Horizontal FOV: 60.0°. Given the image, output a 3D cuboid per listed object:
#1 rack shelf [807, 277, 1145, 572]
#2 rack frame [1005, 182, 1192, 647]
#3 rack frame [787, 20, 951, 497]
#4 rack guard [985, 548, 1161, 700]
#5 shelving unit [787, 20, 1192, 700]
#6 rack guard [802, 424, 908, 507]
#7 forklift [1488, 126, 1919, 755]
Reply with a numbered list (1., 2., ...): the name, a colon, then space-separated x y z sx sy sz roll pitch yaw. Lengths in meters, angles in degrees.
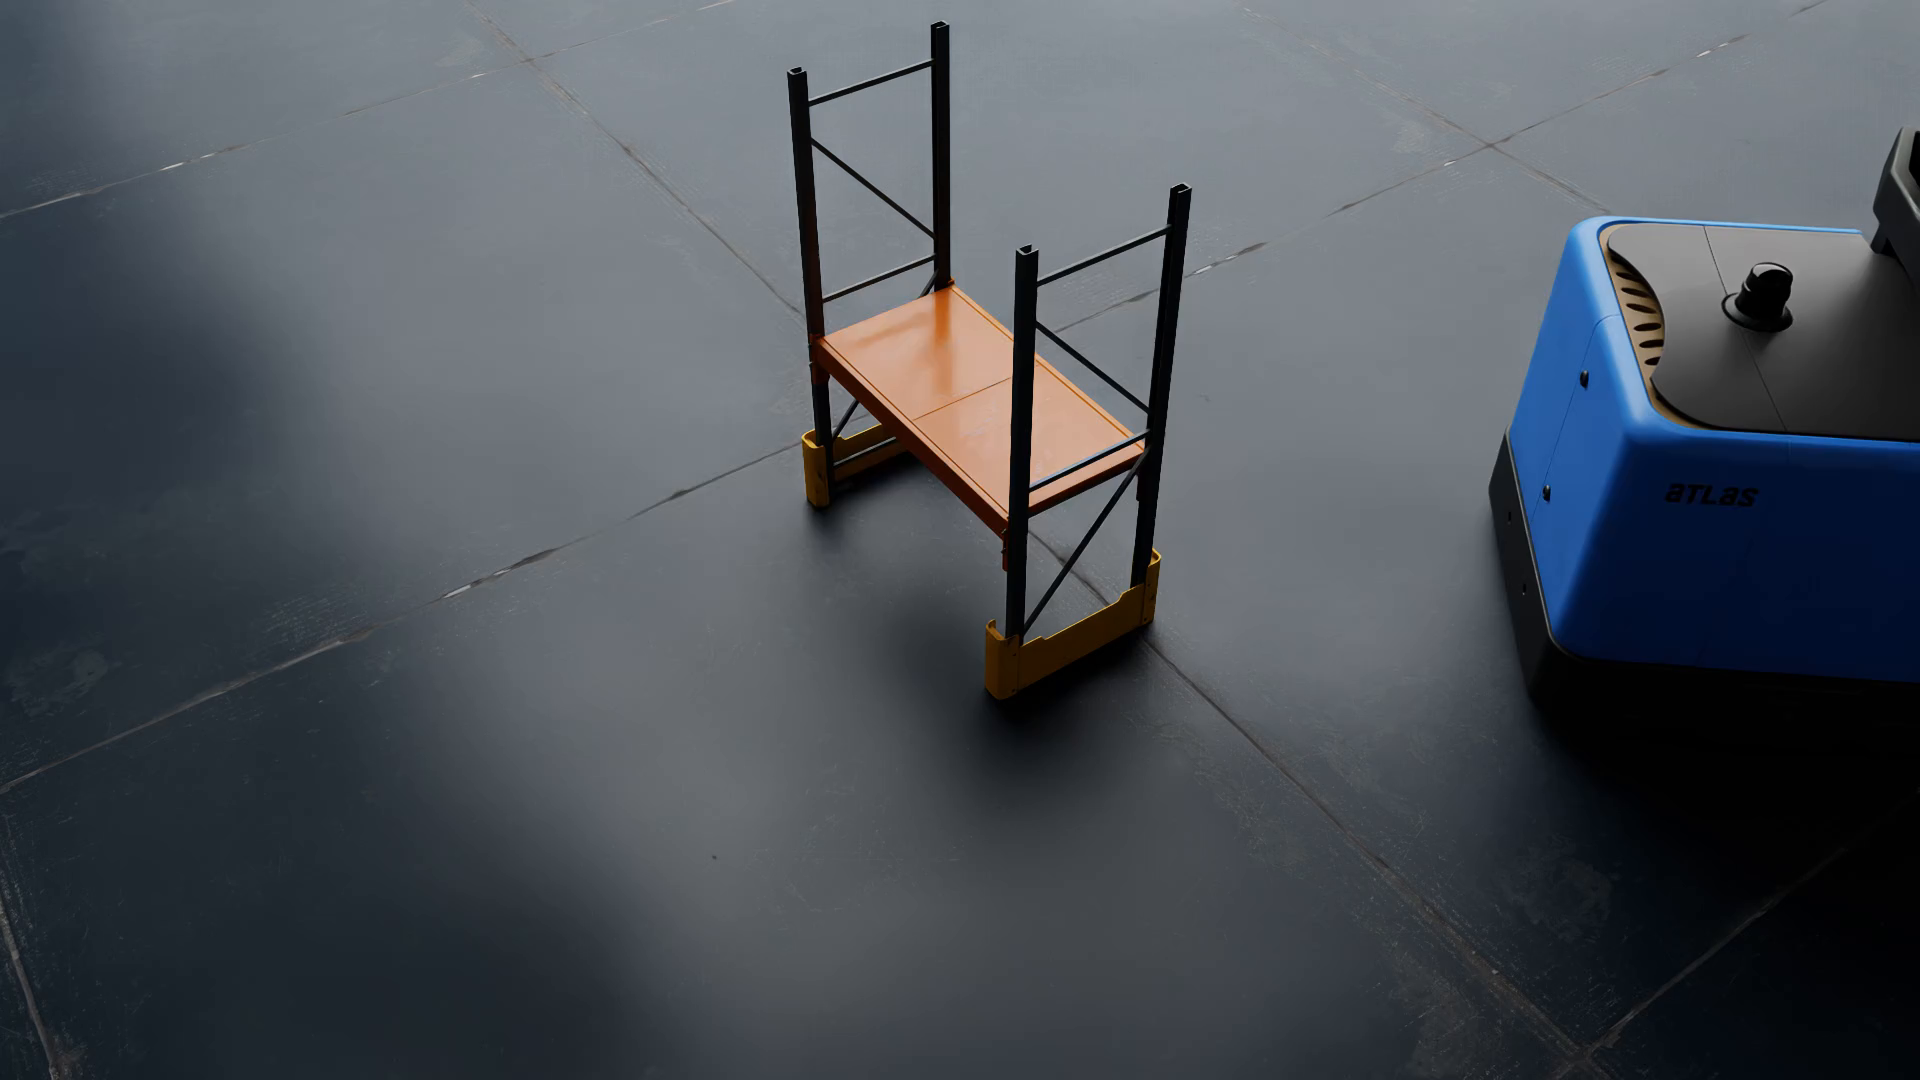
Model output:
1. rack shelf: 0.049 -0.364 4.806 0.538 0.185 1.000 -26 49 -24
2. rack frame: 0.340 -0.206 4.380 0.500 1.500 0.032 -26 49 -24
3. rack frame: -0.242 -0.782 4.983 0.500 1.500 0.032 -26 49 -24
4. rack guard: 0.329 0.235 4.823 0.587 0.250 0.087 -26 49 -24
5. shelving unit: 0.044 -0.499 4.687 0.587 1.500 1.083 -26 49 -24
6. rack guard: -0.241 -0.329 5.414 0.587 0.250 0.087 -26 49 -24
7. forklift: 3.152 -0.768 3.932 3.031 2.935 1.130 4 44 4
